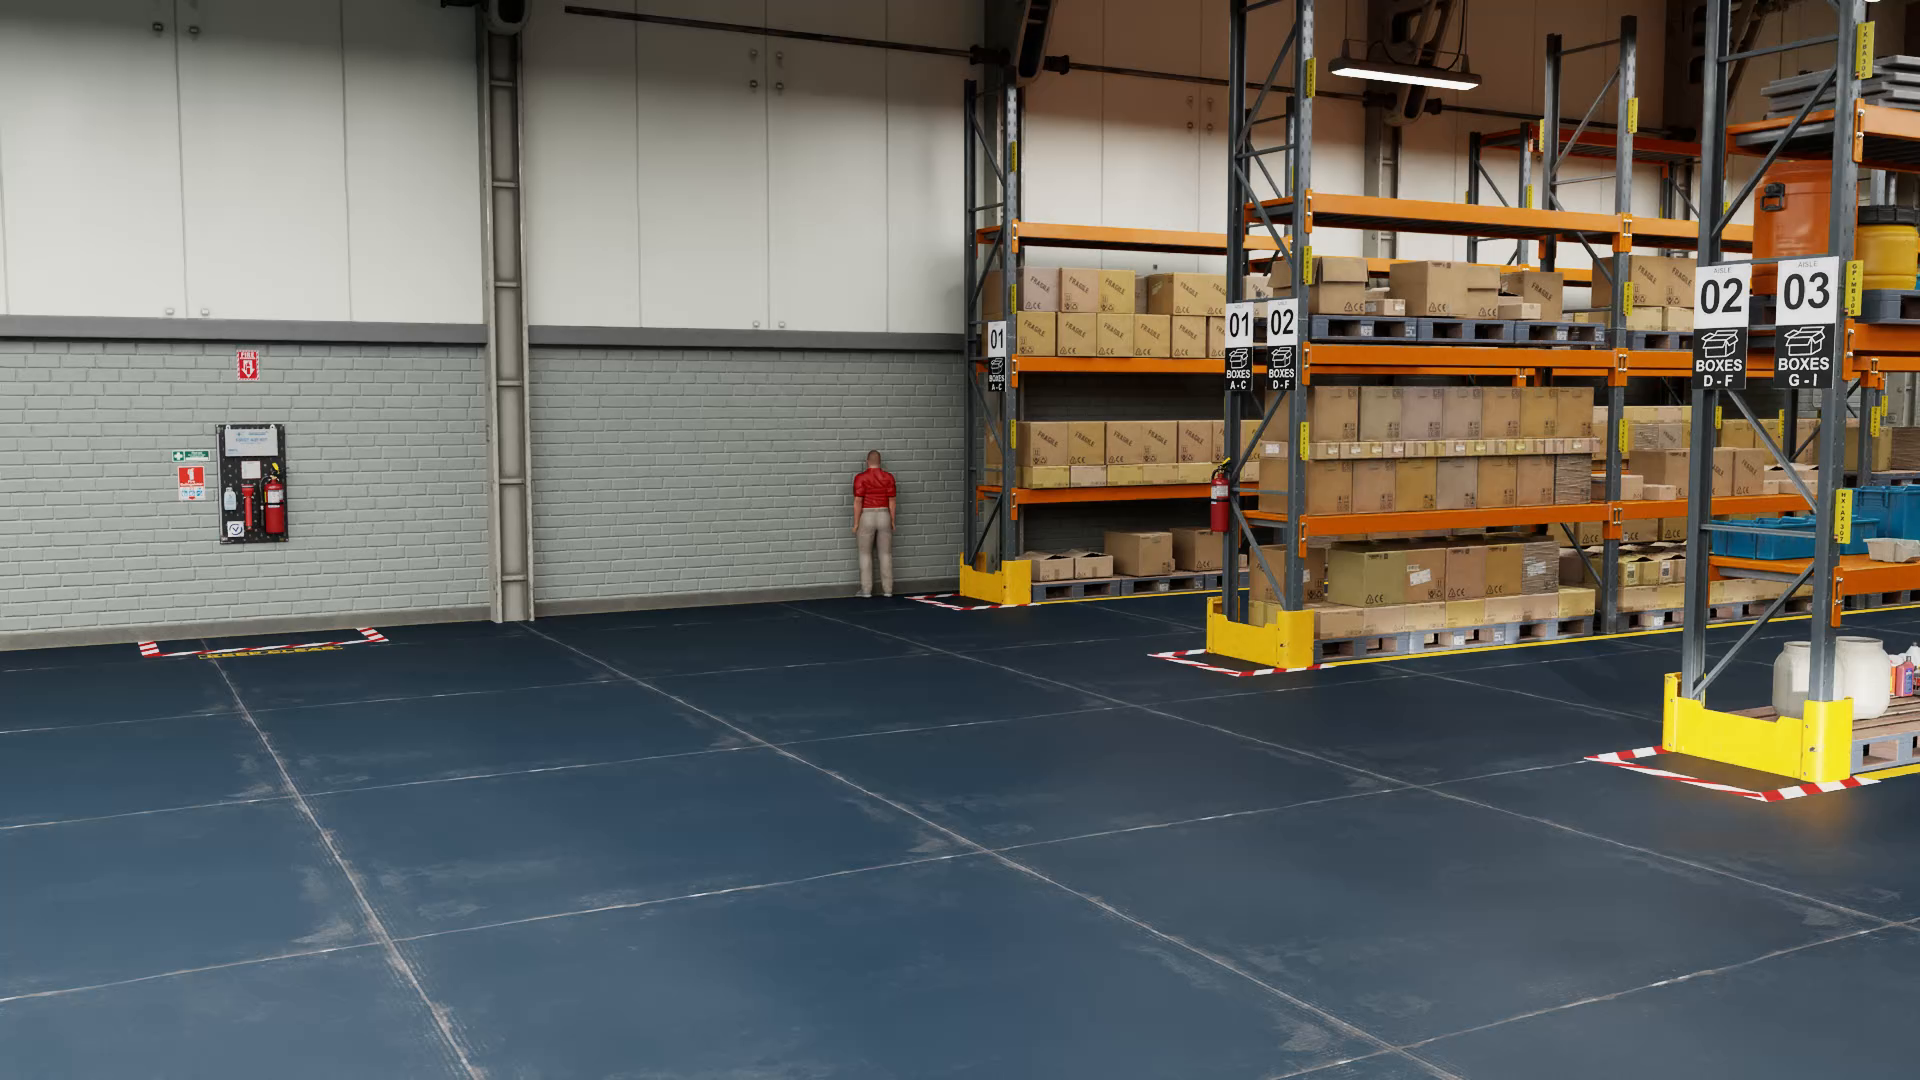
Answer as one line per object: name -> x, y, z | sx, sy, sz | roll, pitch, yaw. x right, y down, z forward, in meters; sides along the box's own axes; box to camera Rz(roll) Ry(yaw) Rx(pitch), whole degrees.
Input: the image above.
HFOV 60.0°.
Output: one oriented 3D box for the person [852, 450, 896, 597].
person -> -1.016, -0.191, 19.535 | 0.521, 1.730, 0.366 | -2, 5, -20
